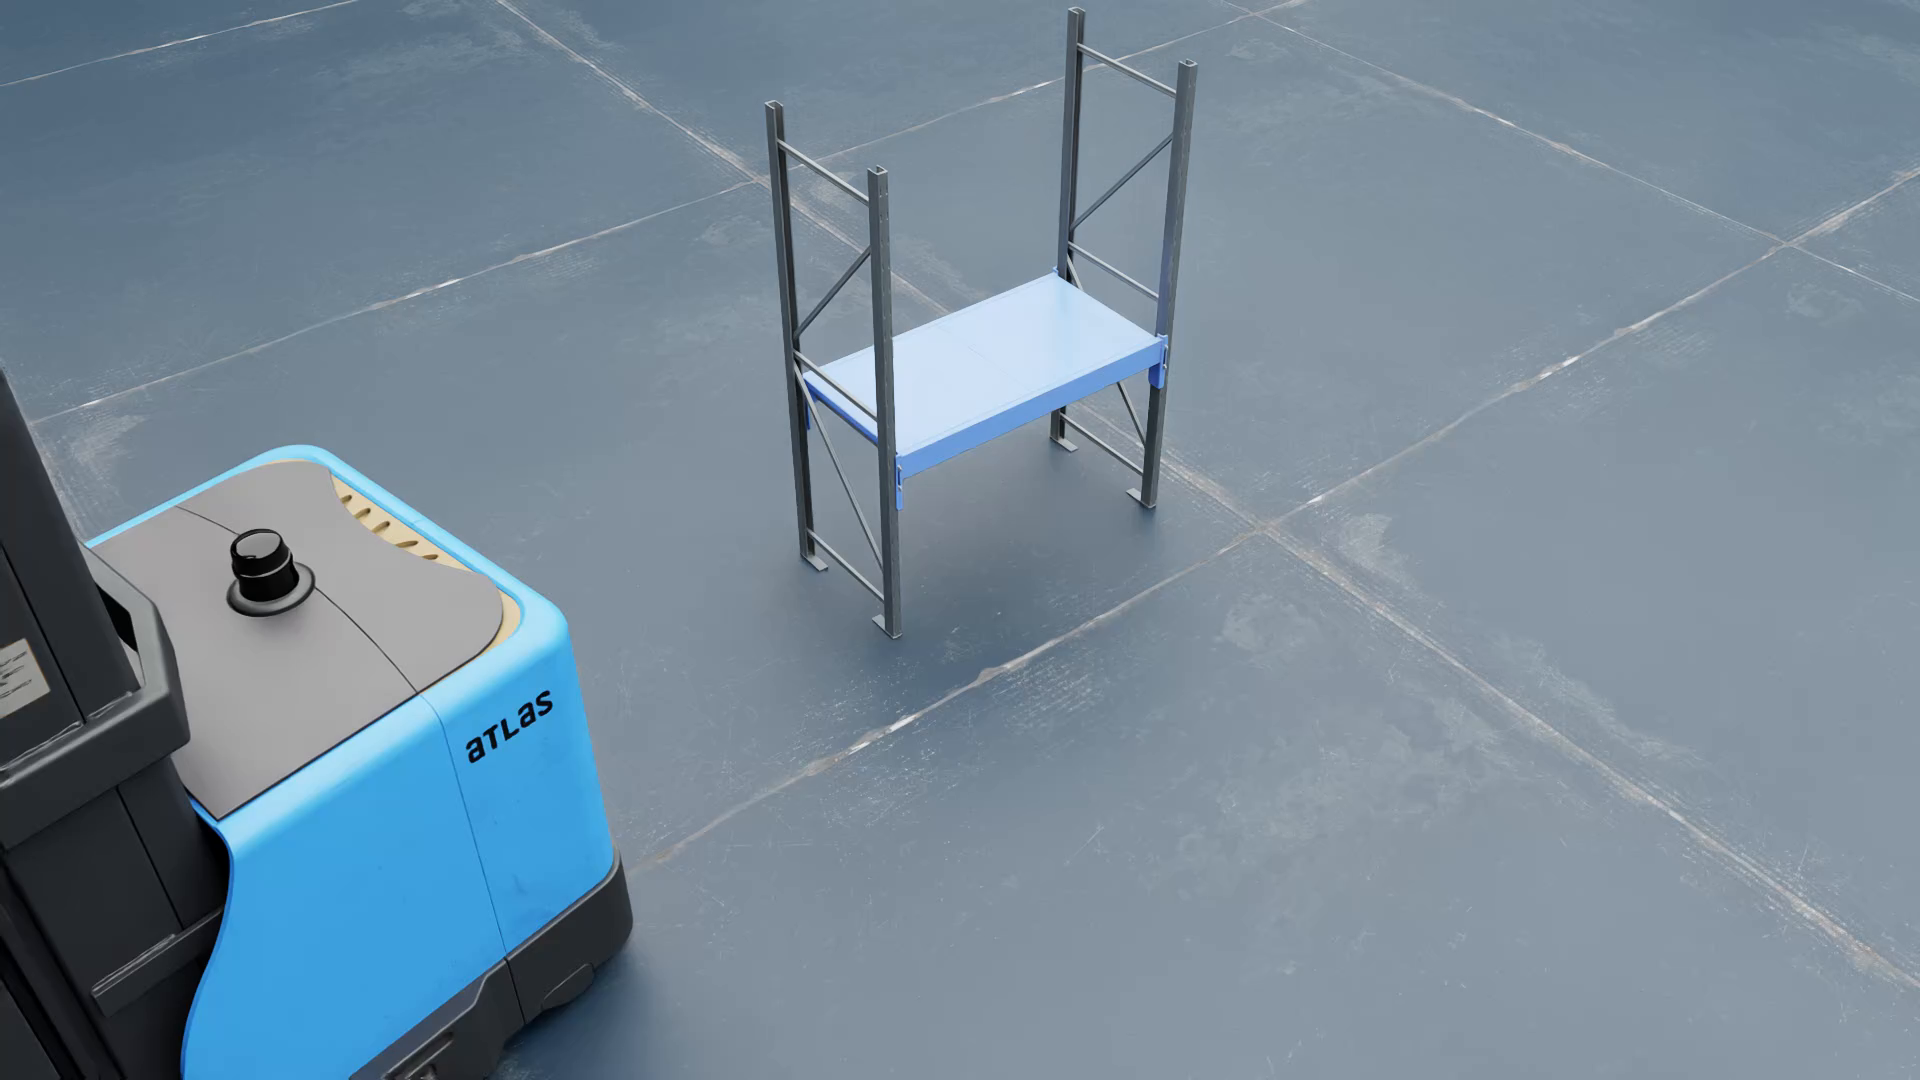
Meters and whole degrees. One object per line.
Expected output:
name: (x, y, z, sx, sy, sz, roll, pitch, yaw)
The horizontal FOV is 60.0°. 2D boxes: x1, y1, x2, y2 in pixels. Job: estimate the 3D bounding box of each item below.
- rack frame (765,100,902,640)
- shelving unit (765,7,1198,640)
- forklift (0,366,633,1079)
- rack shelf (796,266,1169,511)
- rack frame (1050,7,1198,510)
rack frame: (-0.335, -0.416, 4.575, 0.032, 1.500, 0.500, -26, 46, -28)
shelving unit: (0.068, -0.613, 4.815, 1.048, 1.500, 0.538, -26, 46, -28)
forklift: (-2.127, 0.360, 2.501, 1.130, 2.935, 3.031, 28, 47, 30)
rack shelf: (0.068, -0.474, 4.929, 1.000, 0.185, 0.538, -26, 46, -28)
rack frame: (0.471, -0.809, 5.054, 0.032, 1.500, 0.500, -26, 46, -28)
